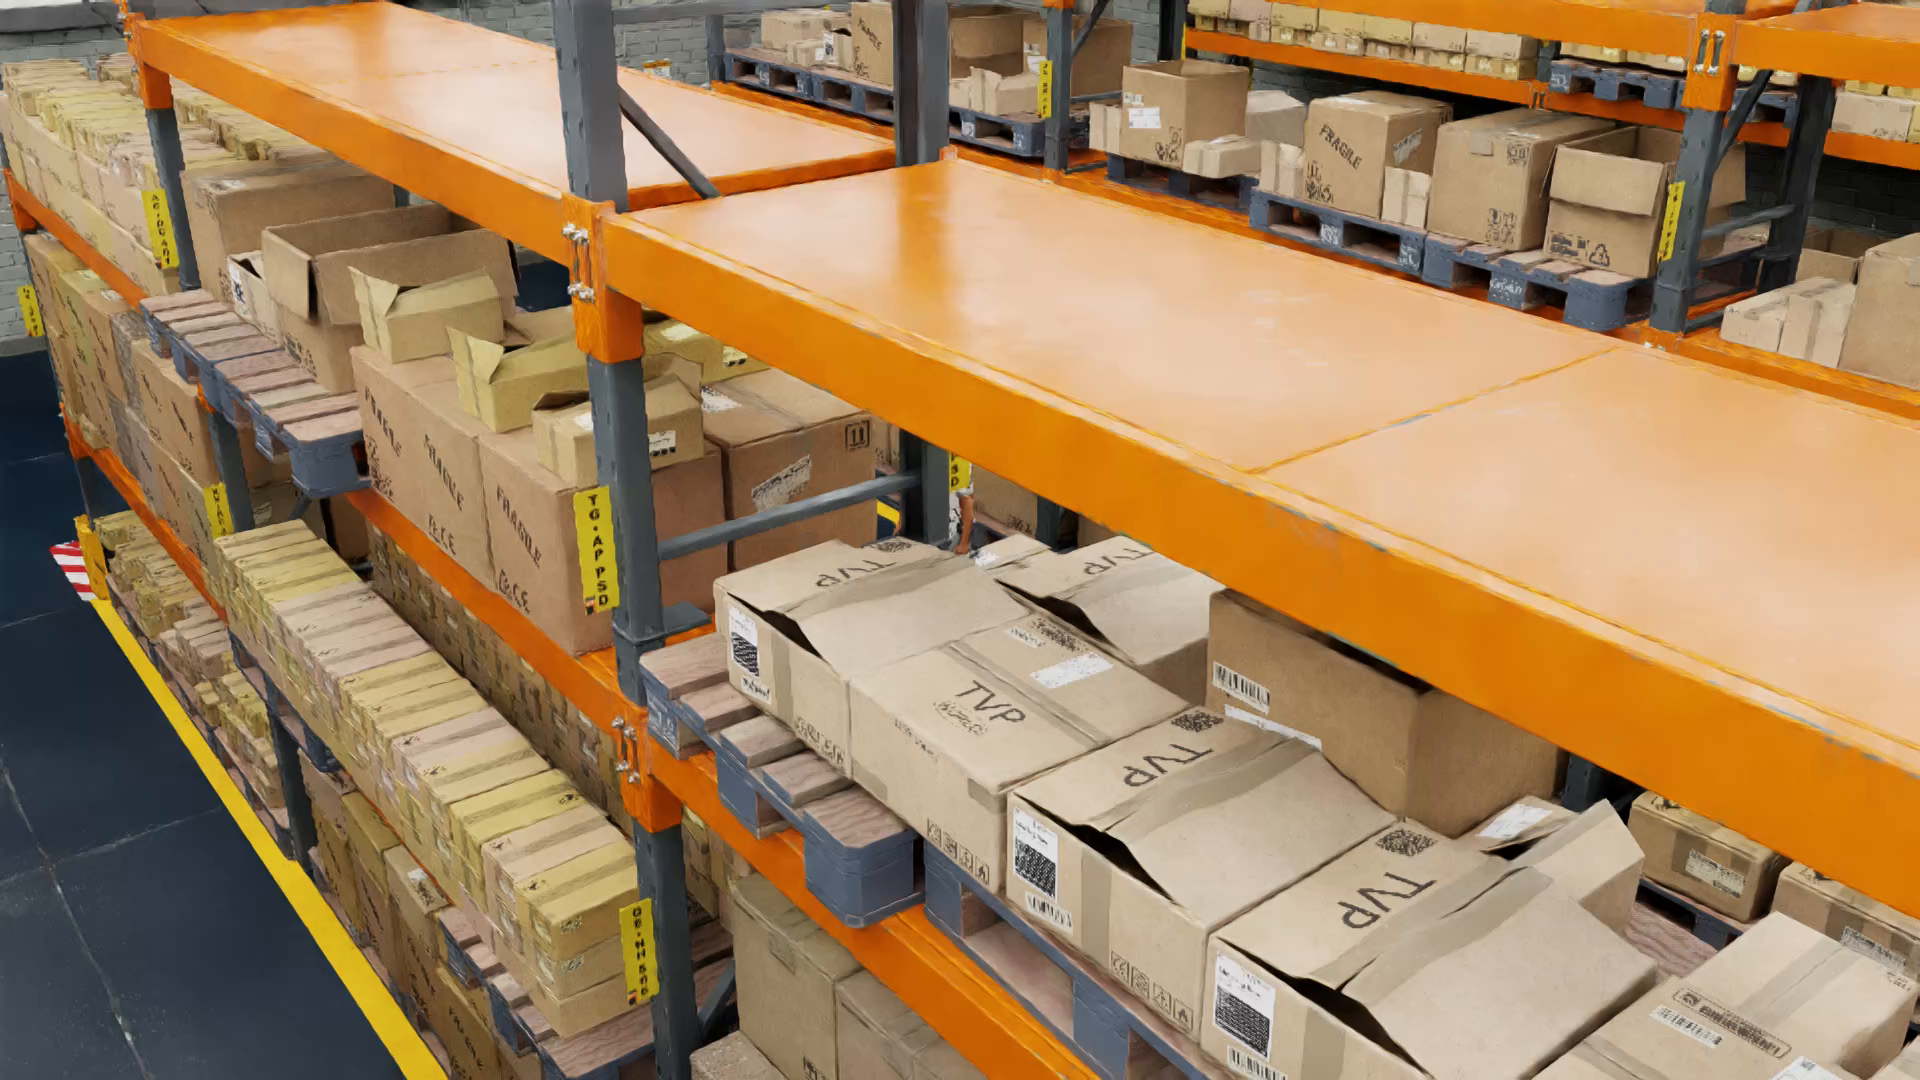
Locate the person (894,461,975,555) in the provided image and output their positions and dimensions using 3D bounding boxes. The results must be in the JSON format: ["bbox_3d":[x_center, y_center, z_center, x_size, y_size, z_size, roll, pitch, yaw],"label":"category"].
[{"bbox_3d":[-0.165,-0.036,9.976,0.603,1.650,0.616,15,29,29],"label":"person"}]
